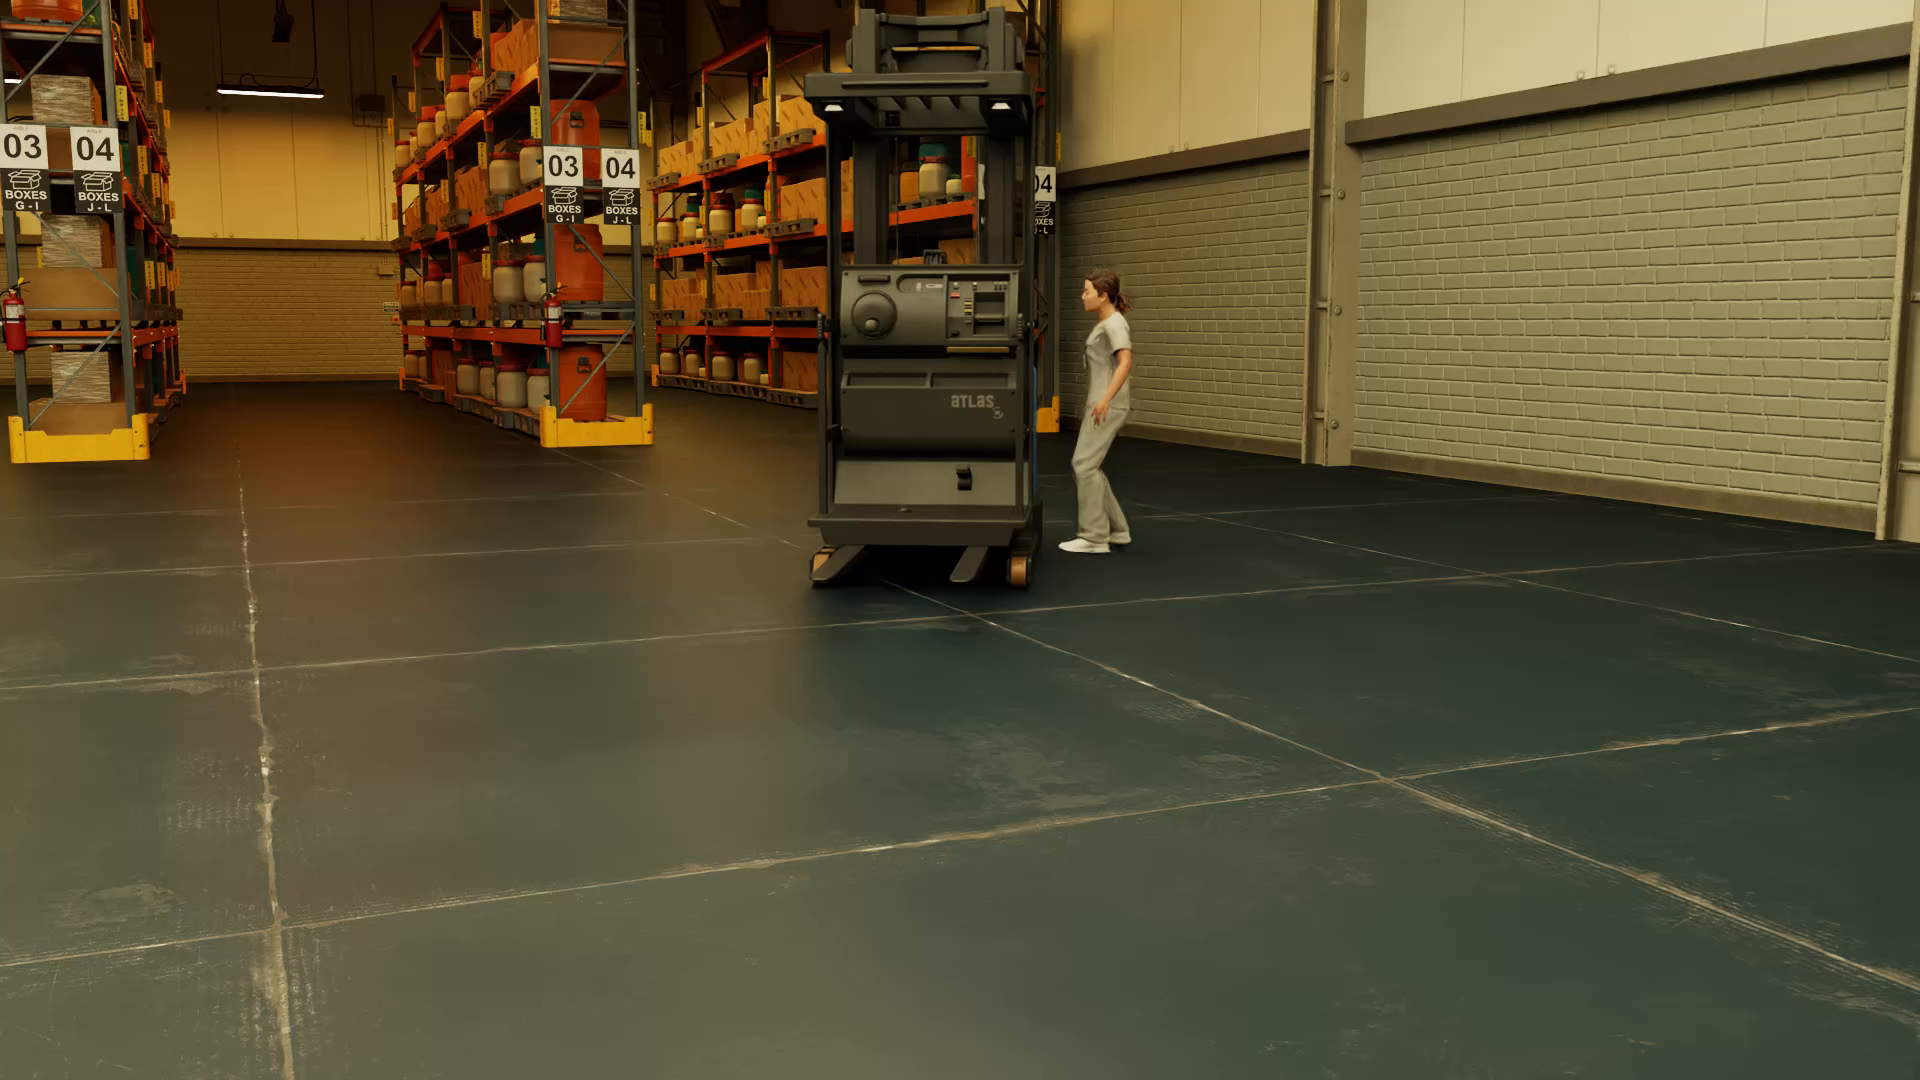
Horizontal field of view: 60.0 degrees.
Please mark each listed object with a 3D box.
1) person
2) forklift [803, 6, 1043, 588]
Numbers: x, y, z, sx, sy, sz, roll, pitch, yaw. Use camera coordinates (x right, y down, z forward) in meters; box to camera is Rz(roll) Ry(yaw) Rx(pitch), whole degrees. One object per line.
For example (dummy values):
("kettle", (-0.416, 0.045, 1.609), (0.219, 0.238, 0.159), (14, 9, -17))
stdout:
("person", (0.793, -0.760, 9.714), (0.451, 1.628, 0.725), (0, 8, 0))
("forklift", (-0.174, -1.256, 8.463), (1.130, 2.935, 3.031), (1, 8, 5))
